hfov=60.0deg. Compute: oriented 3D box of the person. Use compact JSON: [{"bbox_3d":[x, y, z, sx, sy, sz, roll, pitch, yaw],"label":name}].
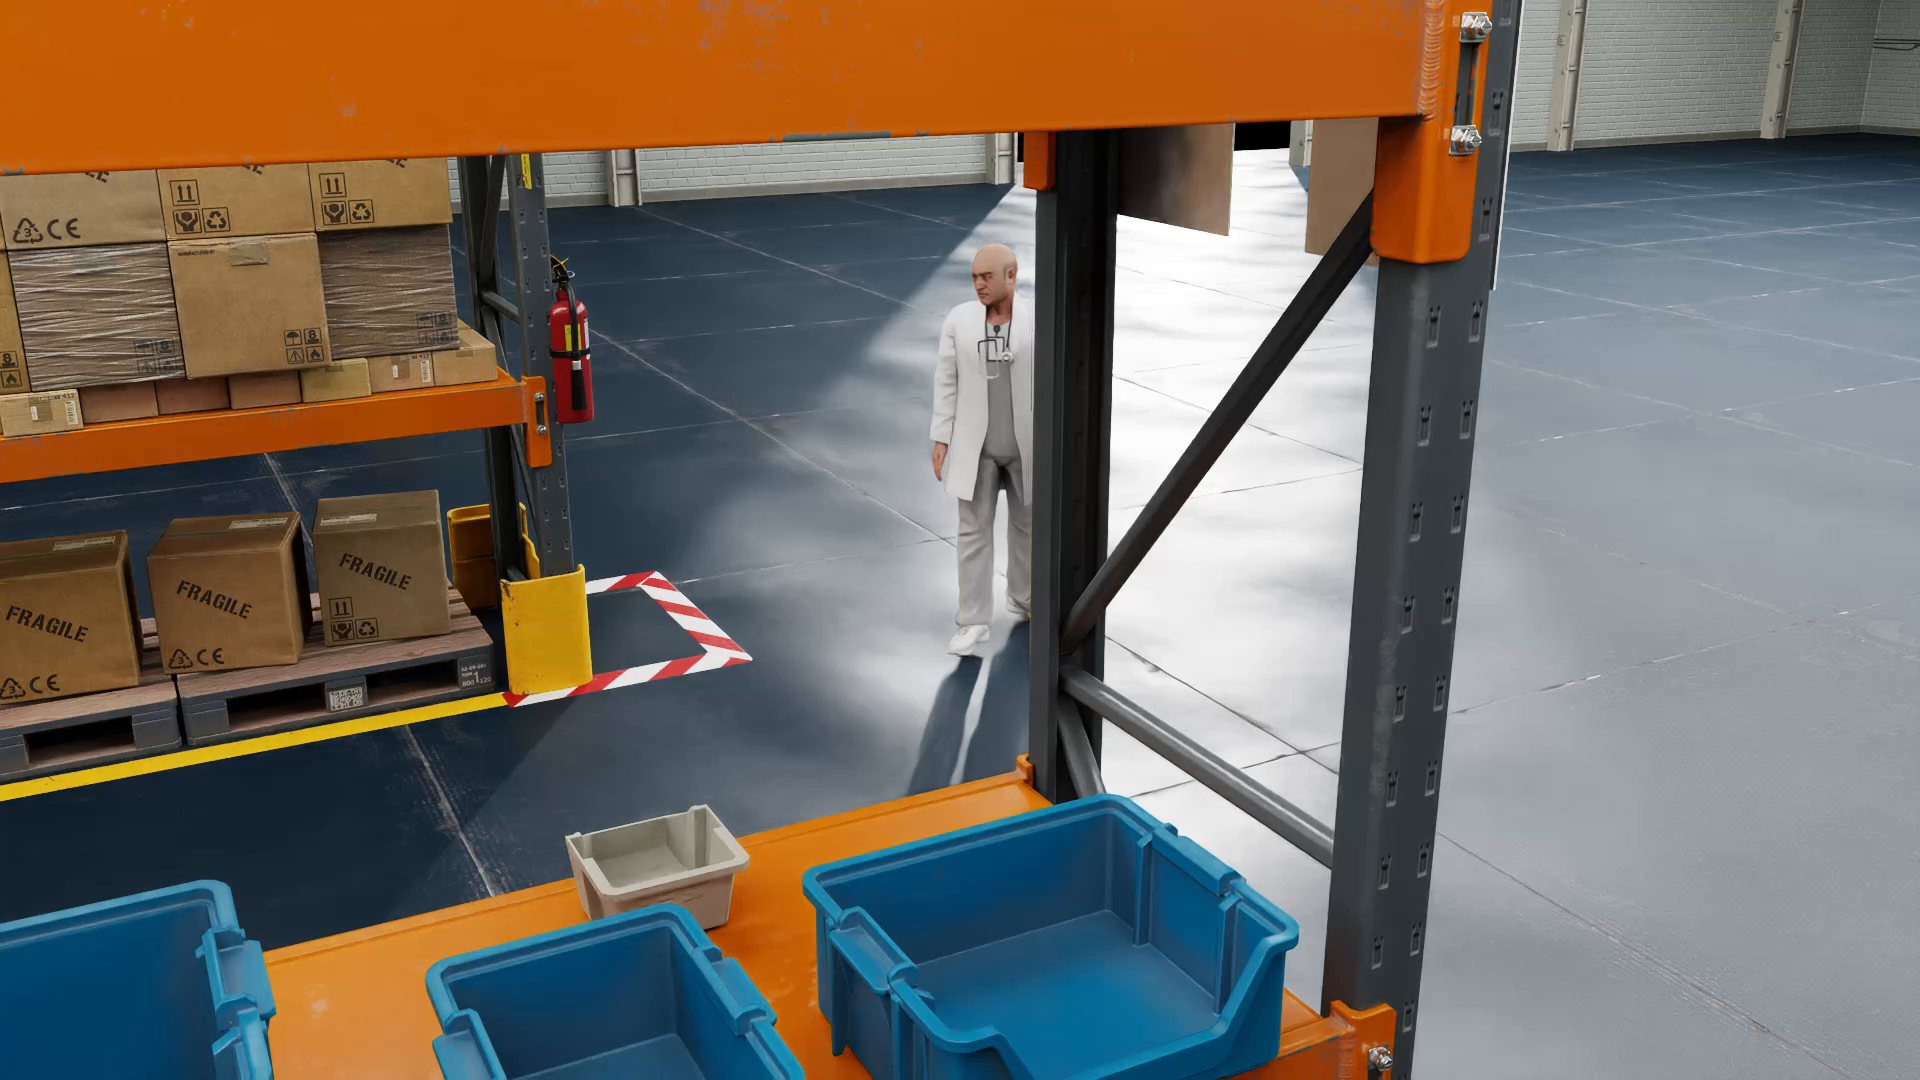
[{"bbox_3d":[0.172,-0.353,7.291,0.624,1.670,0.676,1,18,3],"label":"person"}]
